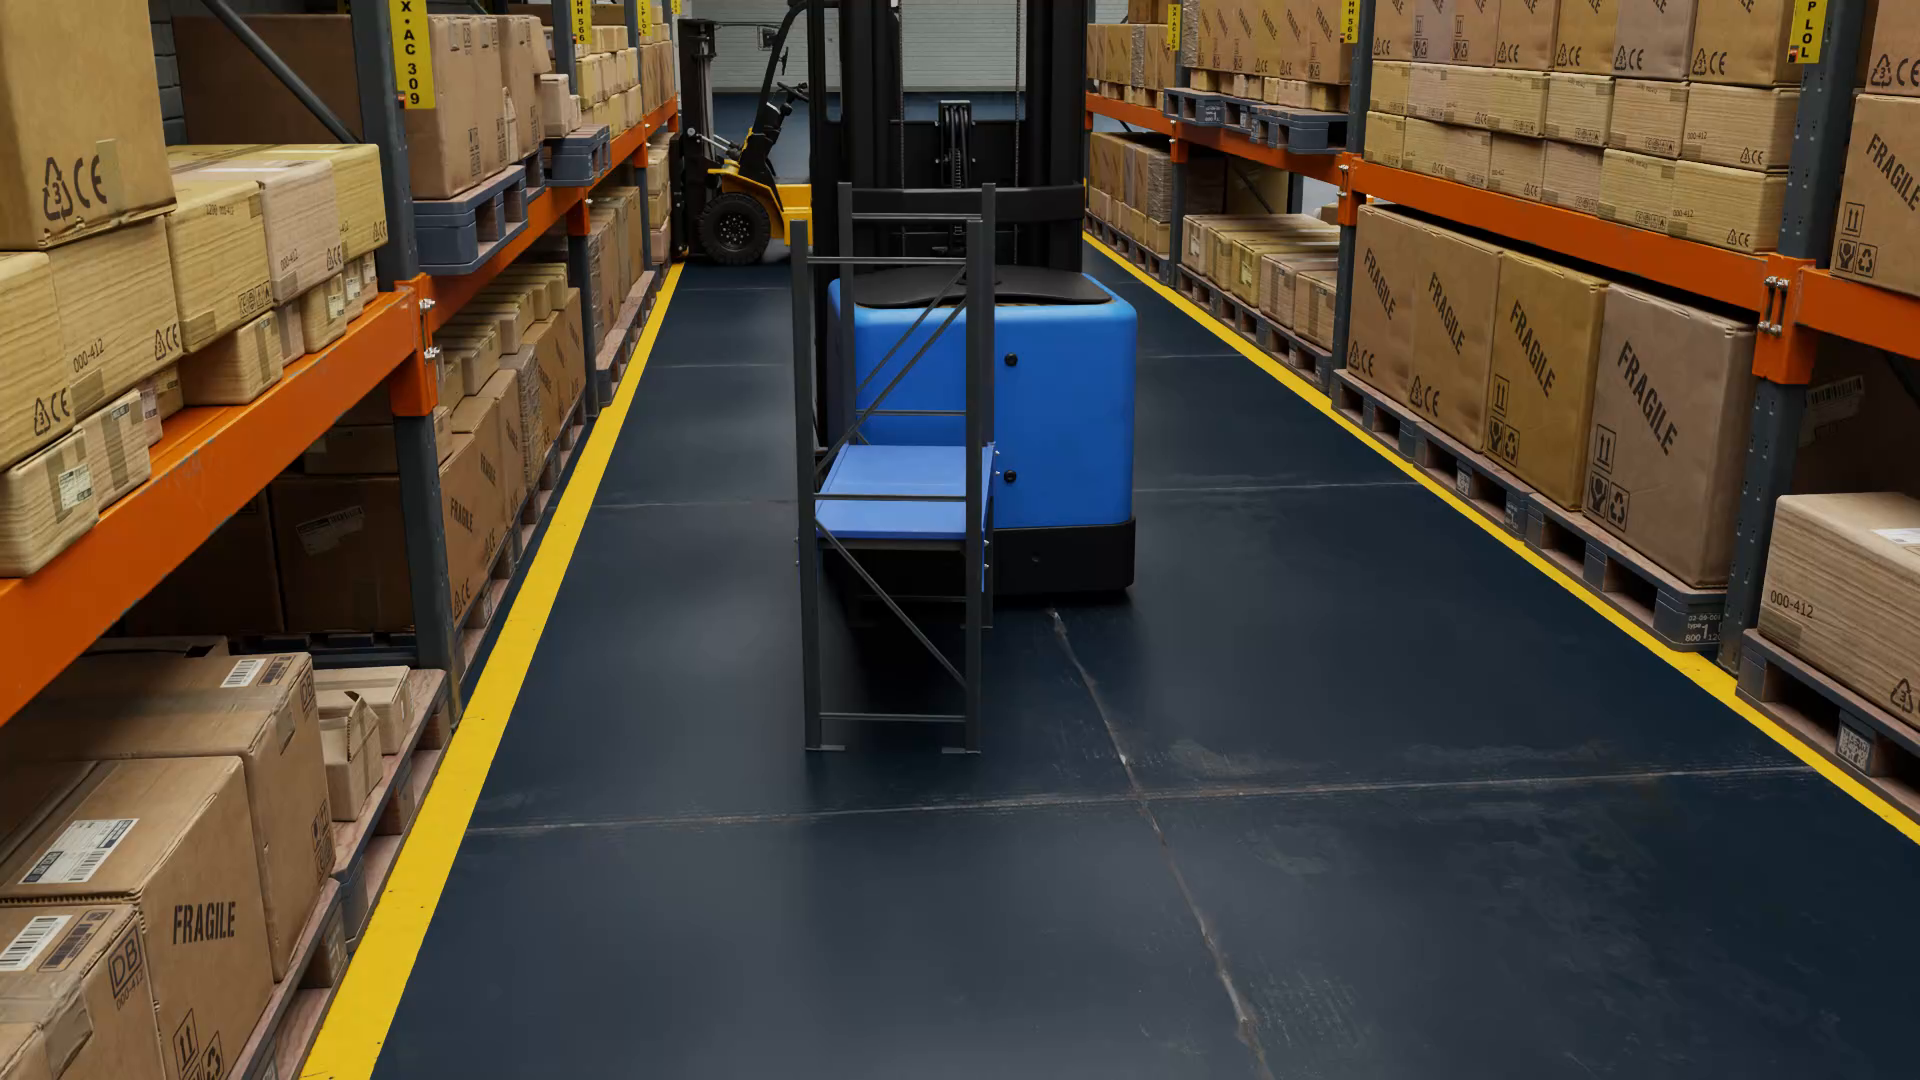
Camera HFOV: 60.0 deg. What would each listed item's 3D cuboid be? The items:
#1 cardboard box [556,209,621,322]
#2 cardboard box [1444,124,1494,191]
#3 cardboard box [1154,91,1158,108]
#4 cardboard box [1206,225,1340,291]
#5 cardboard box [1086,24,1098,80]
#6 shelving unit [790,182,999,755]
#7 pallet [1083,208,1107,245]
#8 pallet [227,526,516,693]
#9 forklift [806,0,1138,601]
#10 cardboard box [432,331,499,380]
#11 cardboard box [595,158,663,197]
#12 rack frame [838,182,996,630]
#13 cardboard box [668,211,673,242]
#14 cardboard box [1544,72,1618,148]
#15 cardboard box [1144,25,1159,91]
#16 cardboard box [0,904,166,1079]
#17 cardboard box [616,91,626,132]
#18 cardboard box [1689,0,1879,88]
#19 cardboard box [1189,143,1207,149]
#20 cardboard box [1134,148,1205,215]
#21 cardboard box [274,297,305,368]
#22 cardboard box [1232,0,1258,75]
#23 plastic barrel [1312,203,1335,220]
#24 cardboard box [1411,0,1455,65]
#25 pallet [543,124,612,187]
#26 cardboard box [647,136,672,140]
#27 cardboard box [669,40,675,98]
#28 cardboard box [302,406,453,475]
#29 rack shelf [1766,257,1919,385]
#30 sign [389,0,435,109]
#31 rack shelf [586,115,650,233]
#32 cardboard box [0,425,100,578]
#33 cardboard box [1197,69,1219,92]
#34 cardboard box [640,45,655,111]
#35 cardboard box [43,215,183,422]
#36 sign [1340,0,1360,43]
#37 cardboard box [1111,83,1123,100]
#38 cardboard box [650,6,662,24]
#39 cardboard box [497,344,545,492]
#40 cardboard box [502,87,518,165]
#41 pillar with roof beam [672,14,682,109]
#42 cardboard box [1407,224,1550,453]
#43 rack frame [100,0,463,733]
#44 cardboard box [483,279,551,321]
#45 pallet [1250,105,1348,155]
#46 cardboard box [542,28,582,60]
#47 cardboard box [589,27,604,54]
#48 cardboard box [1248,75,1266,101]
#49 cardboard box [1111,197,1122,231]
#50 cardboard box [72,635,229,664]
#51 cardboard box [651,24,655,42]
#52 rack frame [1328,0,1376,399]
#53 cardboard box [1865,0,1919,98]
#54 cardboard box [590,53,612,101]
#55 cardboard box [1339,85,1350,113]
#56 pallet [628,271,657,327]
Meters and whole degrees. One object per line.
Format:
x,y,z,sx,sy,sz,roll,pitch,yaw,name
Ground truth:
-2.593,-1.710,10.380,0.875,0.625,0.625,-3,18,-8,cardboard box
2.459,-1.682,7.277,0.500,0.250,0.500,-1,17,-4,cardboard box
1.797,-3.603,13.565,0.380,0.149,0.250,-2,18,-6,cardboard box
2.261,-1.984,11.675,0.950,0.372,0.625,-1,17,-2,cardboard box
1.487,-4.639,15.783,0.500,0.500,0.500,-2,18,-6,cardboard box
-0.164,-0.264,5.013,0.538,1.500,1.048,1,17,3,shelving unit
1.771,-3.003,15.891,1.003,0.211,1.213,-2,18,-6,pallet
-2.106,0.220,5.626,1.003,0.211,1.213,-2,18,-6,pallet
-0.082,-1.585,6.834,1.130,2.935,3.031,-2,18,-7,forklift
-1.954,-0.689,6.254,0.380,0.149,0.250,-1,17,-4,cardboard box
-2.548,-2.773,12.721,0.500,0.250,0.500,-2,18,-6,cardboard box
-0.138,-0.416,5.498,0.500,1.500,0.032,1,17,3,rack frame
-2.667,-2.600,13.839,0.500,0.250,0.500,-1,17,-5,cardboard box
2.547,-1.618,6.238,0.500,0.250,0.500,-1,17,-4,cardboard box
1.774,-3.875,13.349,0.500,0.500,0.500,-1,17,-4,cardboard box
-1.590,0.873,2.360,0.700,0.500,0.500,-1,17,-3,cardboard box
-2.419,-2.741,10.651,0.500,0.250,0.500,-2,18,-5,cardboard box
2.656,-1.674,5.166,0.500,0.500,0.500,-1,17,-4,cardboard box
2.216,-3.152,14.346,0.500,0.500,0.500,-1,17,-3,cardboard box
1.745,-2.973,13.778,0.500,0.500,0.500,-1,17,-5,cardboard box
-1.601,-0.430,3.459,0.380,0.149,0.250,-1,17,-4,cardboard box
2.043,-3.200,10.496,0.500,0.500,0.500,-2,18,-8,cardboard box
3.433,-2.802,14.895,0.512,0.421,0.421,11,21,32,plastic barrel
2.408,-2.439,7.601,0.500,0.500,0.500,-2,18,-5,cardboard box
-2.257,-1.770,7.628,1.213,0.211,1.003,-2,18,-6,pallet
-2.806,-3.531,15.137,0.500,0.250,0.500,-1,17,-5,cardboard box
-2.910,-4.354,15.372,0.500,0.500,0.500,-2,18,-7,cardboard box
-1.757,-0.302,5.021,0.380,0.149,0.250,-1,17,-3,cardboard box
3.158,-0.085,3.142,1.077,0.370,4.000,-2,18,-6,rack shelf
-1.446,-1.302,4.371,0.100,0.325,0.005,-2,18,-6,sign
-2.603,-2.314,10.242,1.077,0.370,4.000,-2,18,-6,rack shelf
-1.416,-0.050,2.248,0.380,0.149,0.250,-2,18,-7,cardboard box
1.887,-3.239,11.705,0.380,0.149,0.250,-1,17,-5,cardboard box
-2.666,-3.596,12.956,0.500,0.500,0.500,-1,17,-5,cardboard box
-1.533,-0.345,2.521,0.500,0.250,0.500,-2,18,-7,cardboard box
2.001,-2.711,8.504,0.100,0.325,0.005,-2,18,-6,sign
1.571,-4.063,15.029,0.380,0.149,0.250,-1,17,-4,cardboard box
-2.744,-4.467,14.151,0.380,0.149,0.250,-1,17,-5,cardboard box
-1.970,-0.491,6.704,0.500,0.500,0.500,-2,18,-8,cardboard box
-1.746,-1.432,5.753,0.396,0.266,0.258,-1,17,-3,cardboard box
-2.240,-14.355,37.379,9.100,9.000,0.400,-2,18,-6,pillar with roof beam
2.616,-0.928,7.473,0.875,0.875,0.875,-2,17,-5,cardboard box
-1.985,-0.870,4.440,1.000,3.000,0.127,-2,18,-6,rack frame
-2.052,-1.079,7.496,0.380,0.149,0.250,-2,18,-7,cardboard box
2.360,-2.334,9.422,1.213,0.211,1.003,-2,18,-6,pallet
-2.137,-2.523,8.455,0.380,0.149,0.250,-1,17,-4,cardboard box
-2.281,-2.907,9.679,0.380,0.149,0.250,-1,17,-4,cardboard box
2.033,-2.846,10.453,0.380,0.149,0.250,-2,18,-7,cardboard box
1.637,-2.925,14.874,0.500,0.250,0.500,-1,17,-2,cardboard box
-2.152,0.417,4.129,0.500,0.311,0.500,-1,17,-4,cardboard box
-2.721,-4.175,13.717,0.380,0.149,0.250,-2,18,-7,cardboard box
2.540,-2.216,8.728,1.000,3.000,0.127,-2,18,-6,rack frame
2.760,-1.400,4.291,0.500,0.500,0.500,-2,18,-5,cardboard box
-2.286,-2.674,9.602,0.500,0.250,0.500,-2,18,-7,cardboard box
2.272,-2.387,8.990,0.380,0.149,0.250,-1,17,-4,cardboard box
-2.695,-1.705,11.754,1.003,0.211,1.213,-2,18,-6,pallet
